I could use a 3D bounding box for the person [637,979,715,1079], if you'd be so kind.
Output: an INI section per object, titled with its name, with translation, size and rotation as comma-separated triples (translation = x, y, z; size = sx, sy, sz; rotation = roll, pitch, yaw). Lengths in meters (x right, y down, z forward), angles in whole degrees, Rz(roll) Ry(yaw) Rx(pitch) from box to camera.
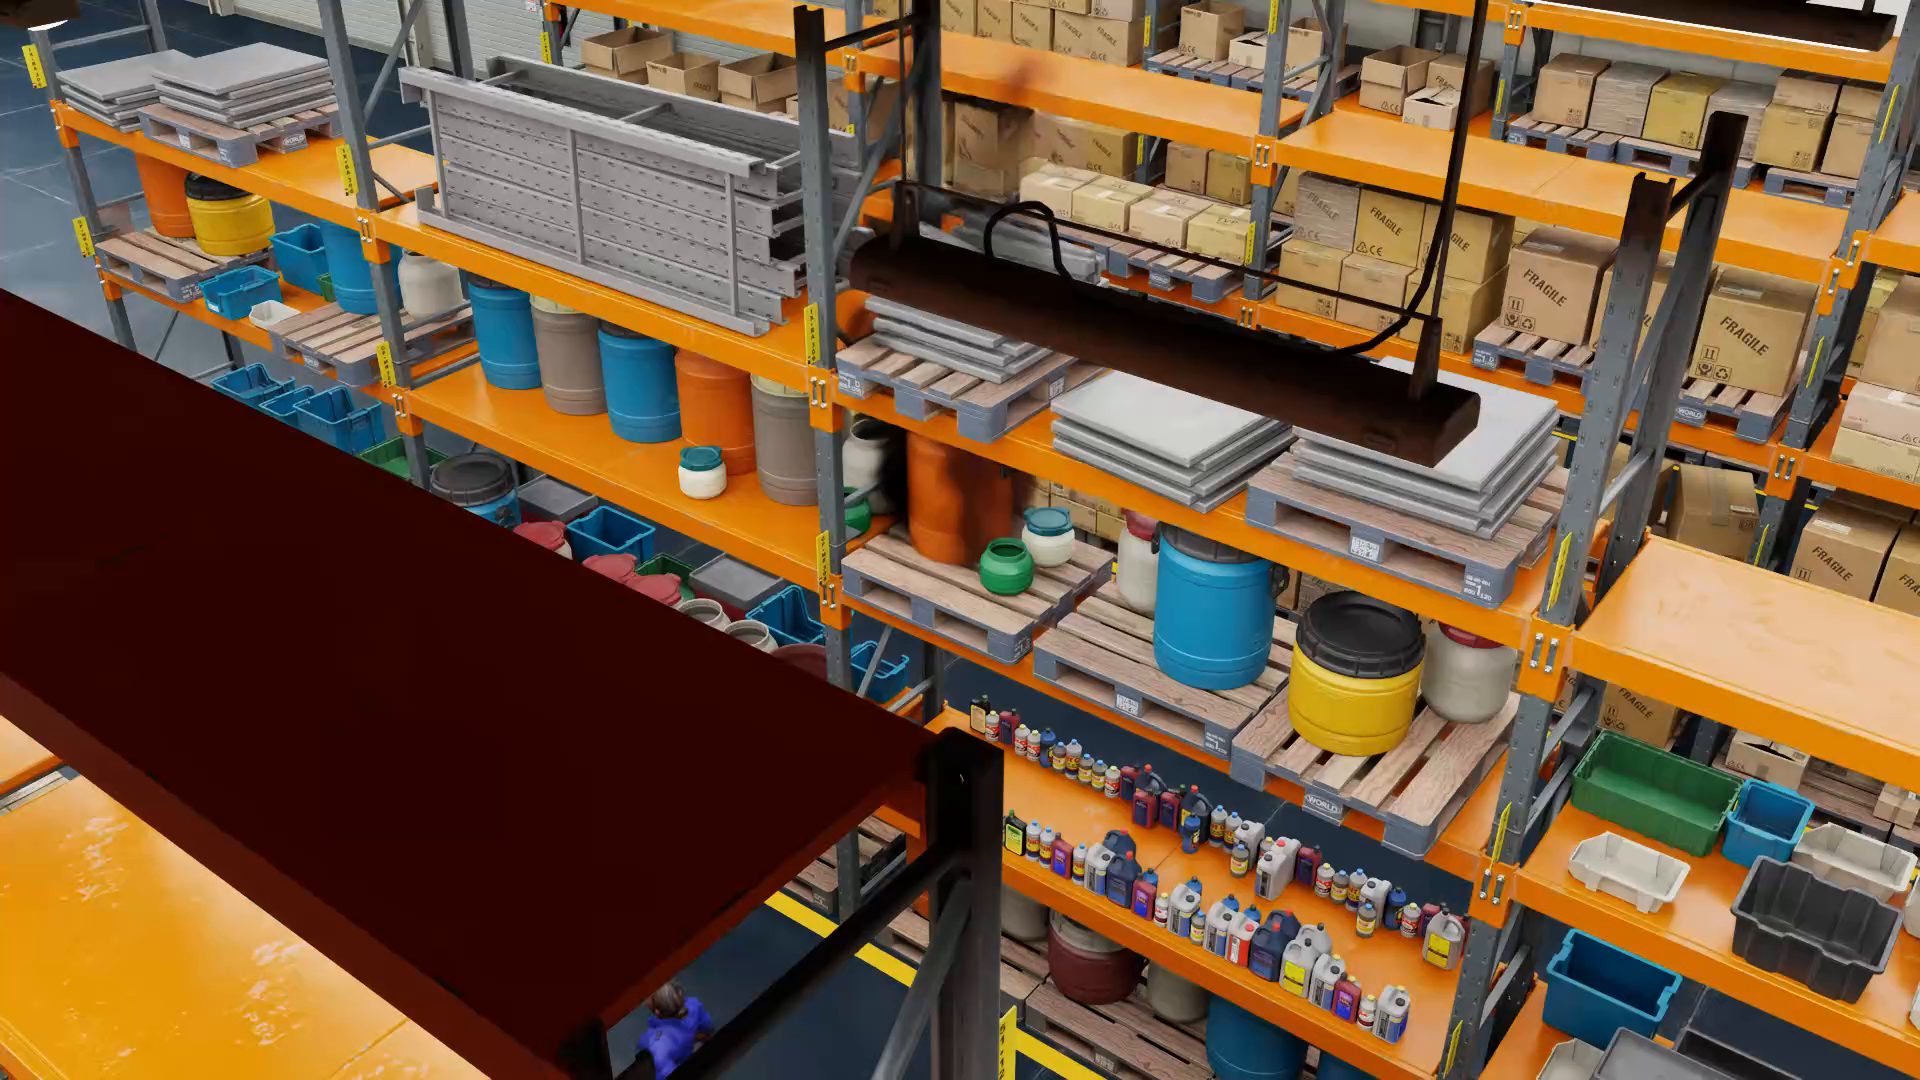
[person]
translation = -1.484, 2.979, 8.904
size = 0.711, 1.606, 0.577
rotation = 14, 34, 21
